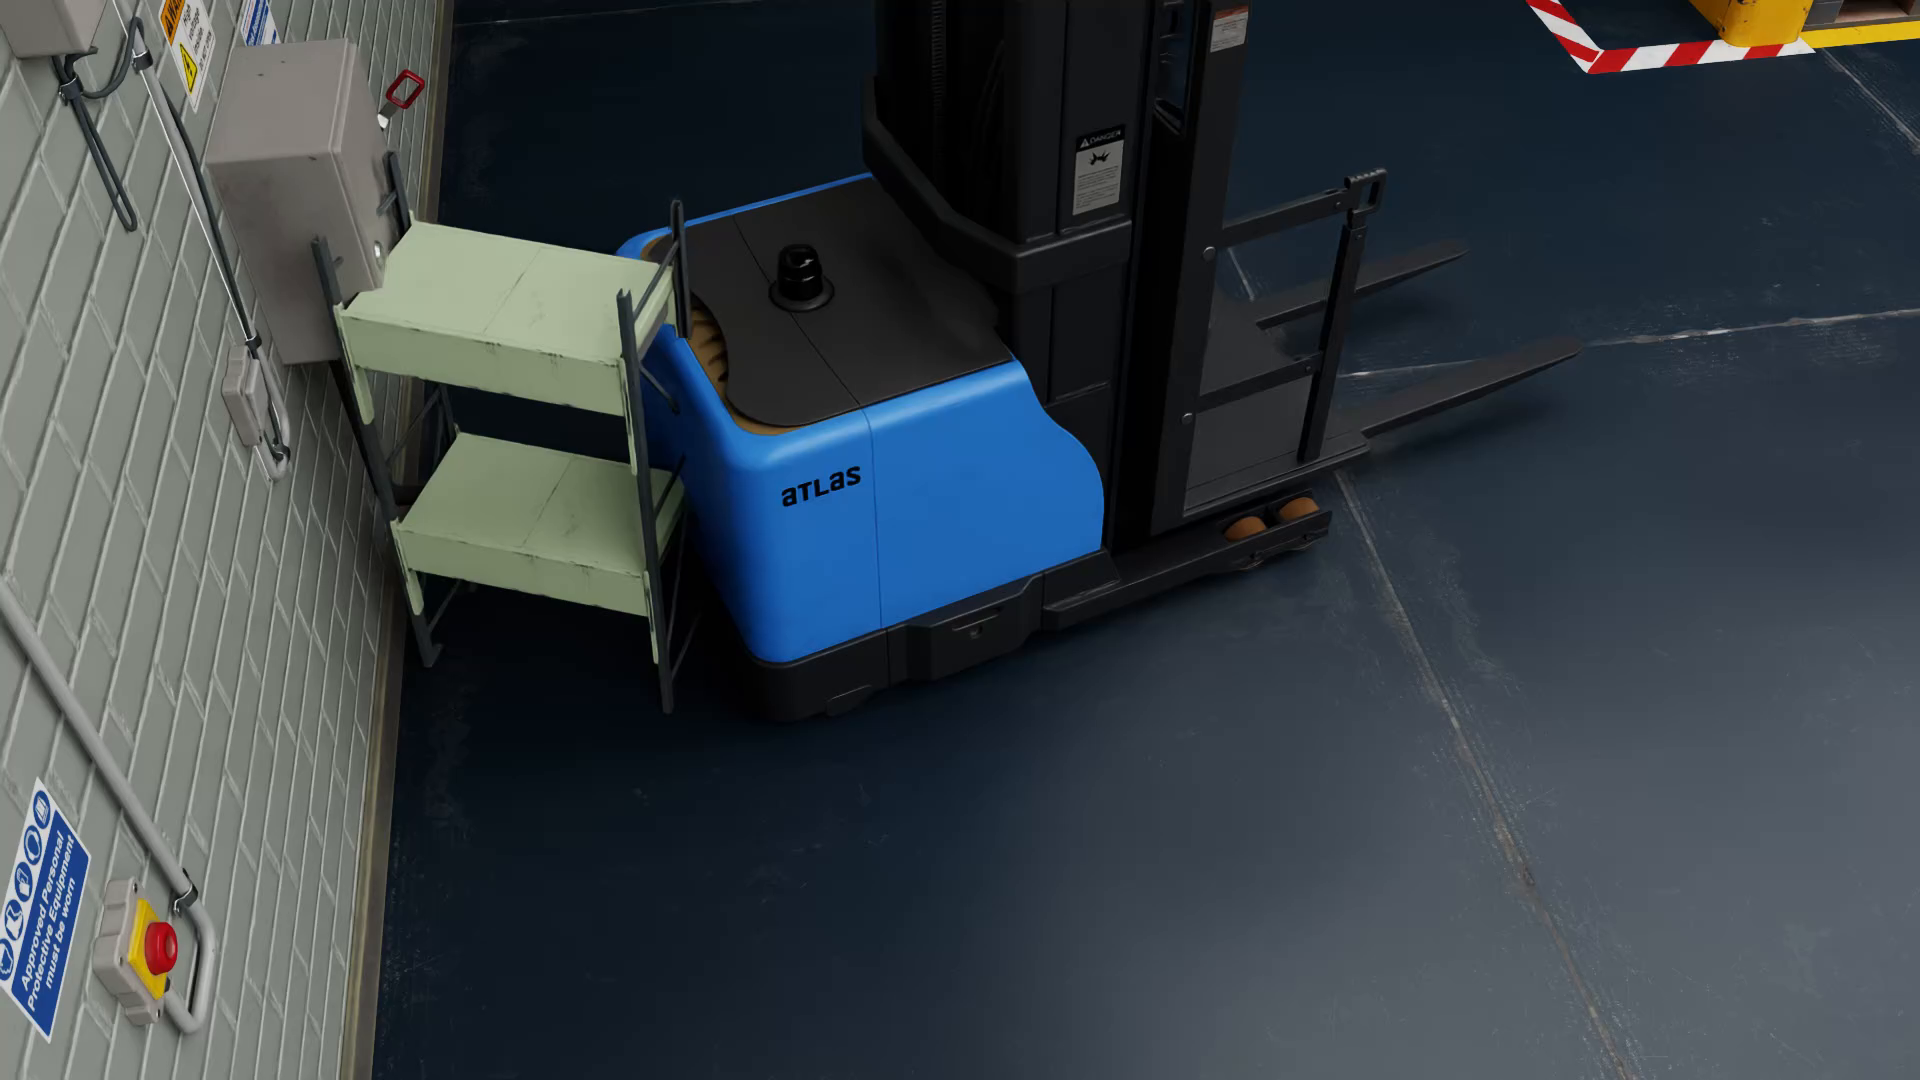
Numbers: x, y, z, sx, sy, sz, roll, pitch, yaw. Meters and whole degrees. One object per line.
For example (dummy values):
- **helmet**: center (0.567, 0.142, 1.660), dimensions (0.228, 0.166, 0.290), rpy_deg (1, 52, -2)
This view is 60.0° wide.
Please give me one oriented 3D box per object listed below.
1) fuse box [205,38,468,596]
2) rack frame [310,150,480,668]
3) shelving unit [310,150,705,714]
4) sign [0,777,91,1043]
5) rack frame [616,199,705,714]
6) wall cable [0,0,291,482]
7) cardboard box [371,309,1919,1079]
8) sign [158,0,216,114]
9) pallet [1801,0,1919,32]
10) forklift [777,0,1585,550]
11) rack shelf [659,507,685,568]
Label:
- **fuse box**: center (-1.516, -0.466, 4.510), dimensions (0.414, 1.711, 0.539), rpy_deg (-7, 46, -7)
- **rack frame**: center (-1.474, -0.290, 4.467), dimensions (0.023, 1.500, 0.400), rpy_deg (11, 46, 6)
- **shelving unit**: center (-1.117, -0.222, 4.428), dimensions (0.755, 1.500, 0.400), rpy_deg (11, 46, 6)
- **sign**: center (-1.354, 0.544, 2.455), dimensions (0.001, 0.218, 0.327), rpy_deg (-7, 46, -7)
- **rack frame**: center (-0.759, -0.154, 4.389), dimensions (0.023, 1.500, 0.400), rpy_deg (11, 46, 6)
- **wall cable**: center (-1.555, -0.762, 3.195), dimensions (0.122, 1.984, 0.588), rpy_deg (-7, 46, -7)
- **cardboard box**: center (5.311, 0.540, 3.654), dimensions (13.522, 1.550, 6.103), rpy_deg (-8, 47, -7)
- **sign**: center (-1.711, -1.135, 3.687), dimensions (0.001, 0.242, 0.339), rpy_deg (-7, 46, -7)
- **pallet**: center (4.261, -2.775, 7.777), dimensions (1.213, 0.211, 1.003), rpy_deg (-7, 46, -7)
- **forklift**: center (0.634, -1.228, 4.459), dimensions (2.937, 2.843, 1.107), rpy_deg (-19, 49, -18)
- **rack shelf**: center (-1.131, -0.044, 4.609), dimensions (0.664, 0.071, 0.332), rpy_deg (11, 46, 6)
